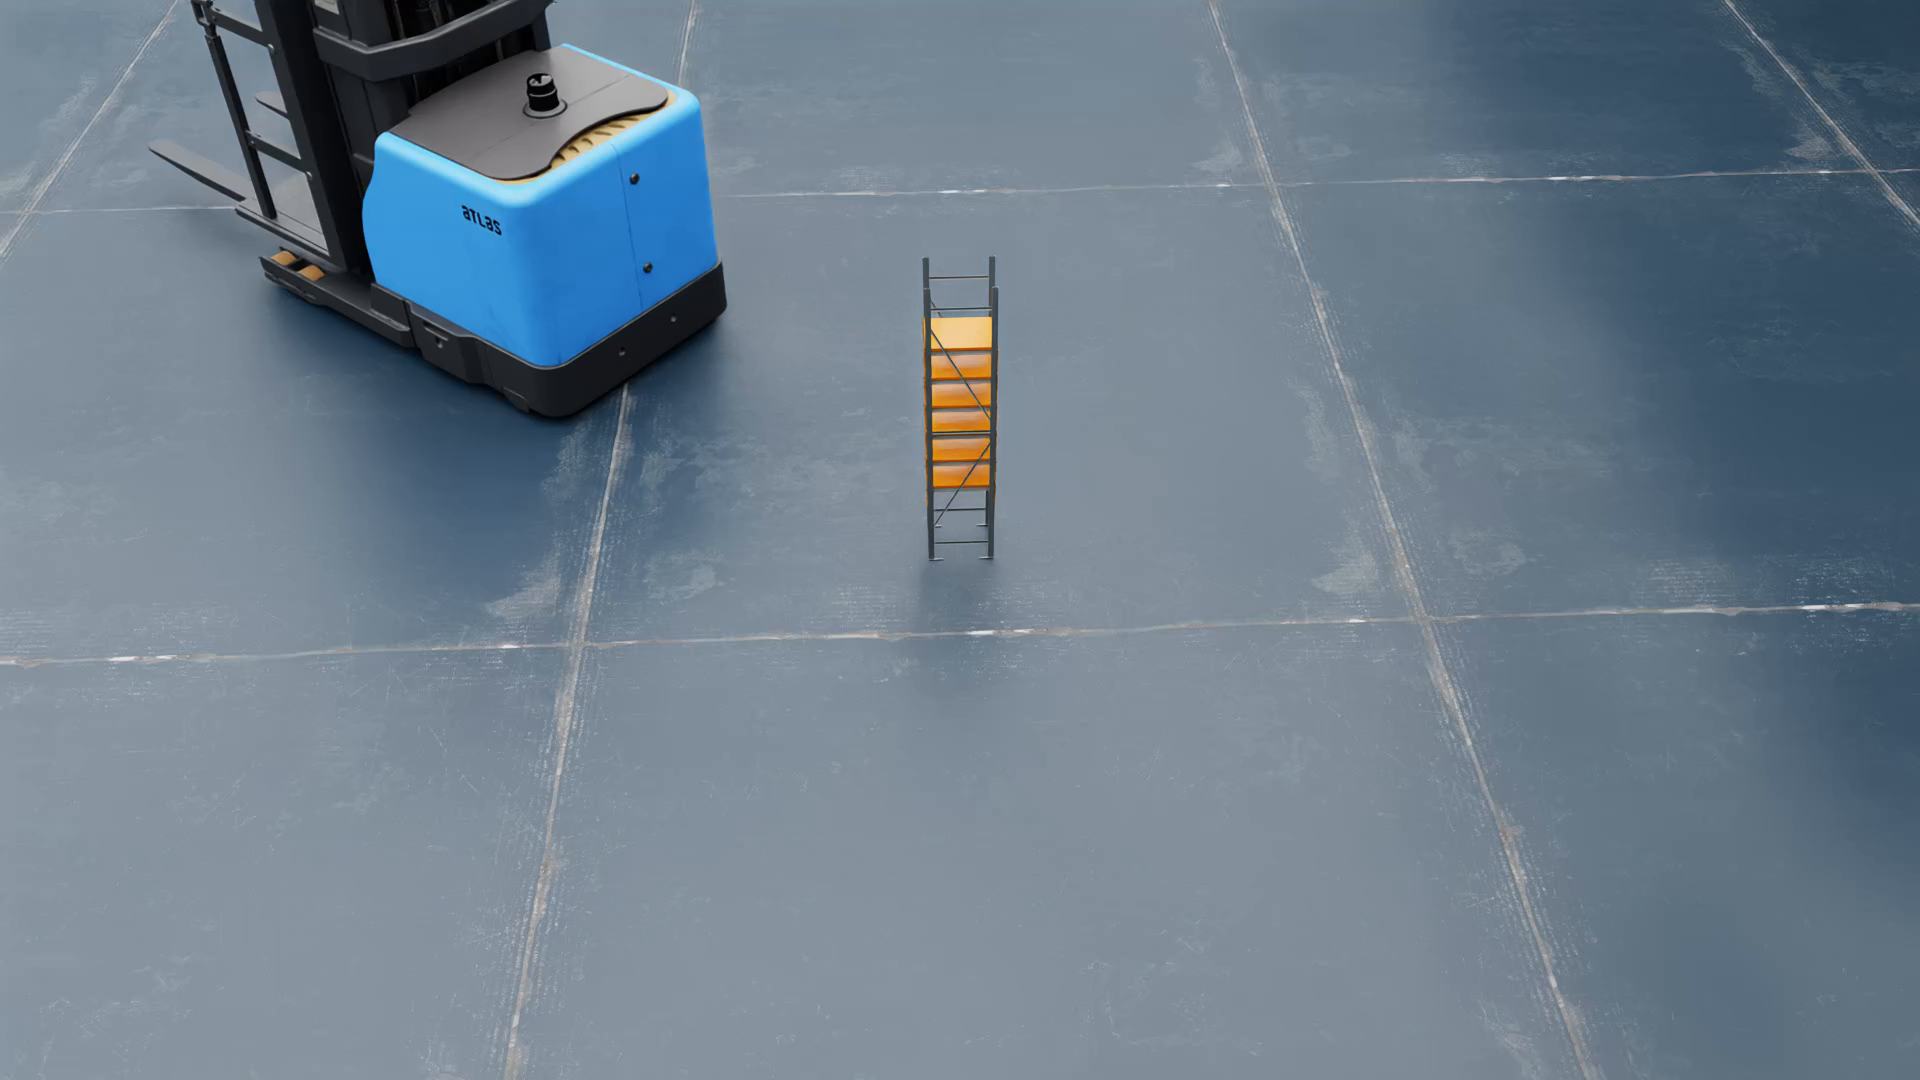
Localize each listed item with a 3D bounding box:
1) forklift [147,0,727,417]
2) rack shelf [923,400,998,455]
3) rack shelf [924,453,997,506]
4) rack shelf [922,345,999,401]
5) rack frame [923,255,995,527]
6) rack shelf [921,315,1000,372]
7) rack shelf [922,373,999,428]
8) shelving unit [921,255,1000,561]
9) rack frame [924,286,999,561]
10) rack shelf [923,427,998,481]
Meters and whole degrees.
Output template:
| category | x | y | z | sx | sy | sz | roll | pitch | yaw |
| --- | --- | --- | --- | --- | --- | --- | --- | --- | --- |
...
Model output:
| category | x | y | z | sx | sy | sz | roll | pitch | yaw |
| --- | --- | --- | --- | --- | --- | --- | --- | --- | --- |
| forklift | -2.501 | -2.389 | 6.688 | 3.031 | 2.935 | 1.130 | 27 | 49 | 26 |
| rack shelf | 0.001 | -0.400 | 5.864 | 0.258 | 0.103 | 0.180 | -2 | 43 | -2 |
| rack shelf | 0.001 | -0.223 | 6.026 | 0.258 | 0.103 | 0.180 | -2 | 43 | -2 |
| rack shelf | 0.001 | -0.577 | 5.702 | 0.258 | 0.103 | 0.180 | -2 | 43 | -2 |
| rack frame | -0.003 | -0.494 | 5.901 | 0.240 | 1.200 | 0.006 | -2 | 43 | -2 |
| rack shelf | 0.001 | -0.665 | 5.621 | 0.258 | 0.103 | 0.180 | -2 | 43 | -2 |
| rack shelf | 0.001 | -0.488 | 5.783 | 0.258 | 0.103 | 0.180 | -2 | 43 | -2 |
| shelving unit | 0.001 | -0.433 | 5.834 | 0.258 | 1.200 | 0.189 | -2 | 43 | -2 |
| rack frame | 0.005 | -0.371 | 5.767 | 0.240 | 1.200 | 0.006 | -2 | 43 | -2 |
| rack shelf | 0.001 | -0.311 | 5.945 | 0.258 | 0.103 | 0.180 | -2 | 43 | -2 |
